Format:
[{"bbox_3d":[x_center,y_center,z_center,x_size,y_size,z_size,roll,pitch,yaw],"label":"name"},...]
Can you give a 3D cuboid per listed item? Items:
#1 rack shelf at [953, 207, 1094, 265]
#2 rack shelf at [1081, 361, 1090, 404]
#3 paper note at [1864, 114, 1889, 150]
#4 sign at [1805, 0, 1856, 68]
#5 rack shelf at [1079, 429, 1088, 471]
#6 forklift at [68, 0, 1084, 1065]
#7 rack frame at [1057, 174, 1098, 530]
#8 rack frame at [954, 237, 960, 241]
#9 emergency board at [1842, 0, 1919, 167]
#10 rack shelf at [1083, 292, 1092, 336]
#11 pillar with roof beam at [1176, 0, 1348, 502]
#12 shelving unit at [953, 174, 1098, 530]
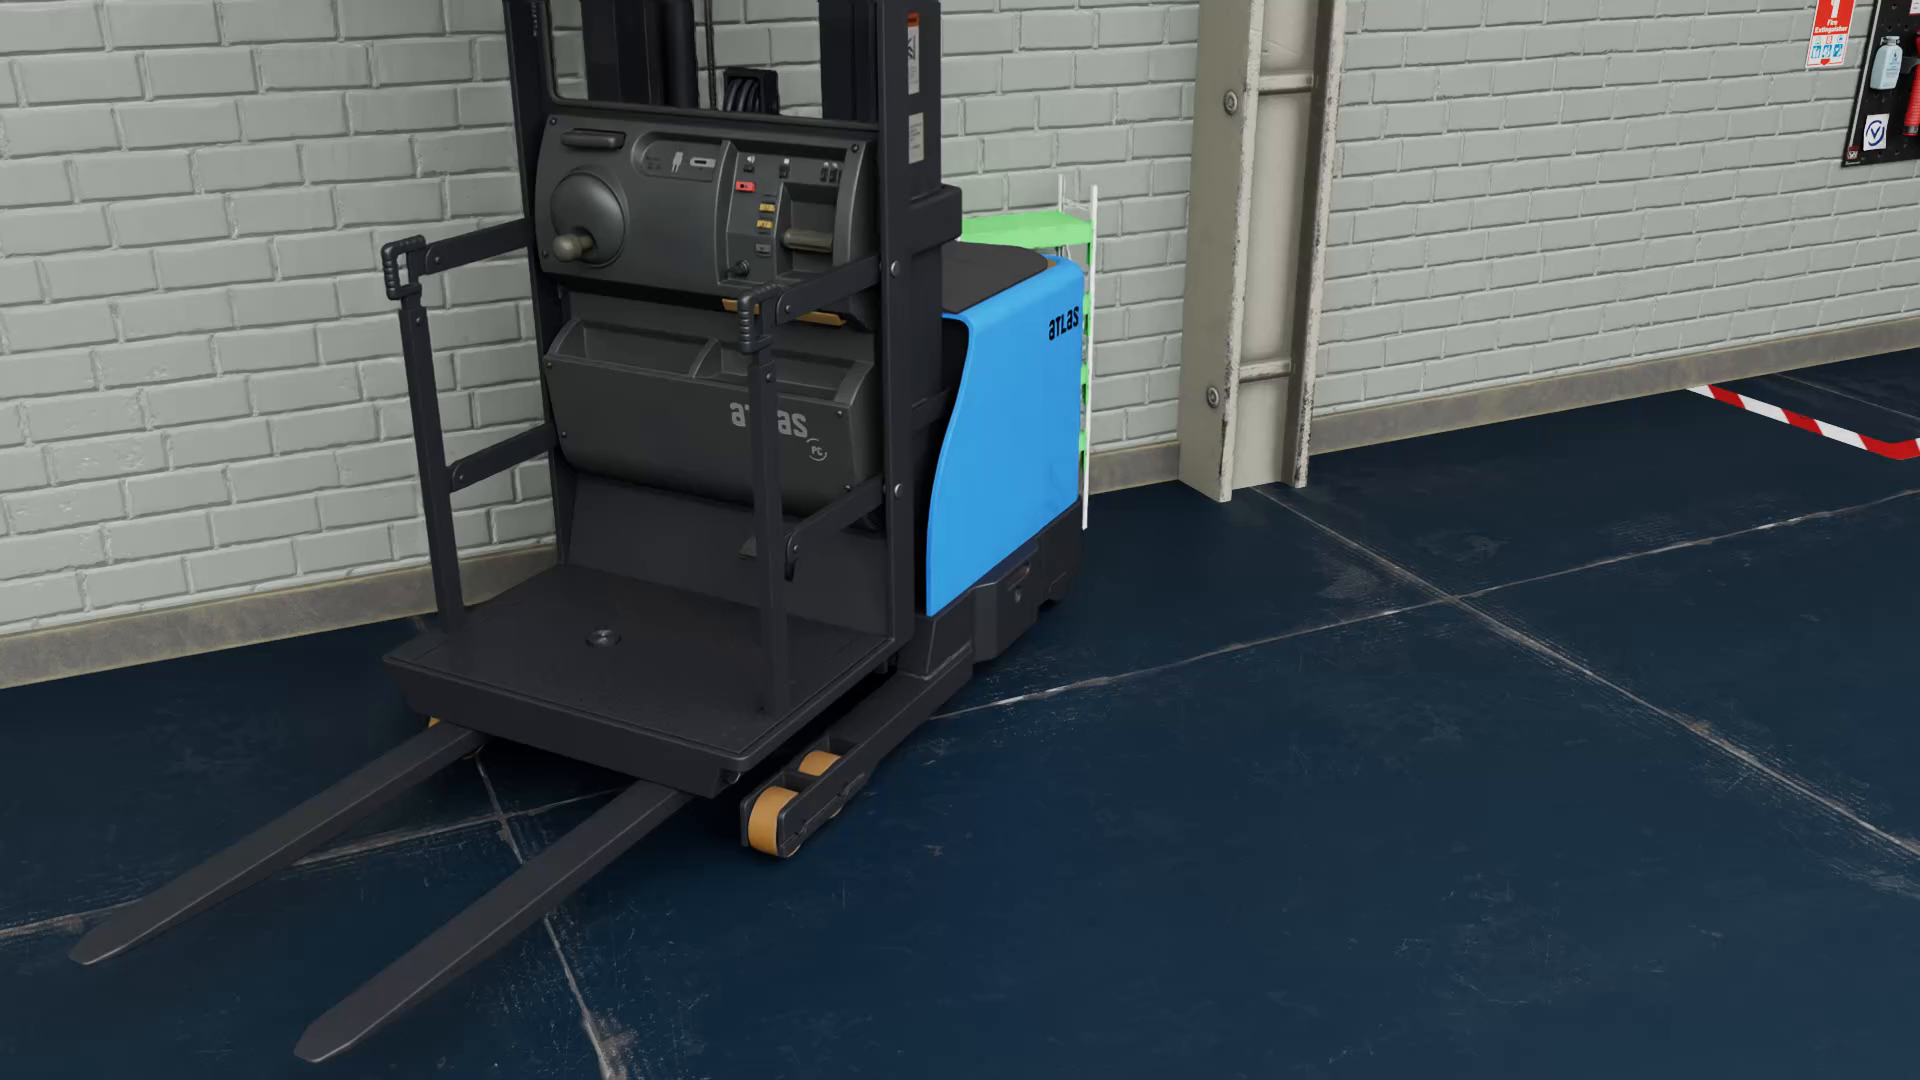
[{"bbox_3d":[0.167,-0.978,5.457,0.480,0.148,0.258,-10,25,-23],"label":"rack shelf"},{"bbox_3d":[0.167,-0.535,5.640,0.480,0.148,0.258,-10,25,-23],"label":"rack shelf"},{"bbox_3d":[4.033,-1.795,7.316,0.142,0.148,0.016,-10,25,-24],"label":"paper note"},{"bbox_3d":[3.680,-2.168,7.018,0.234,0.329,0.001,-10,25,-24],"label":"sign"},{"bbox_3d":[0.167,-0.313,5.732,0.480,0.148,0.258,-10,25,-23],"label":"rack shelf"},{"bbox_3d":[-0.738,-0.797,3.844,1.130,2.935,3.031,11,25,25],"label":"forklift"},{"bbox_3d":[0.388,-0.633,5.711,0.015,1.200,0.240,-10,25,-23],"label":"rack frame"},{"bbox_3d":[-0.054,-0.554,5.520,0.015,1.200,0.240,-10,25,-23],"label":"rack frame"},{"bbox_3d":[4.222,-2.207,7.161,0.643,1.169,0.194,-10,25,-24],"label":"emergency board"},{"bbox_3d":[0.167,-0.757,5.548,0.480,0.148,0.258,-10,25,-23],"label":"rack shelf"},{"bbox_3d":[2.926,-2.897,0.984,0.400,9.000,9.100,-10,25,-24],"label":"pillar with roof beam"},{"bbox_3d":[0.167,-0.594,5.616,0.503,1.200,0.258,-10,25,-23],"label":"shelving unit"}]
